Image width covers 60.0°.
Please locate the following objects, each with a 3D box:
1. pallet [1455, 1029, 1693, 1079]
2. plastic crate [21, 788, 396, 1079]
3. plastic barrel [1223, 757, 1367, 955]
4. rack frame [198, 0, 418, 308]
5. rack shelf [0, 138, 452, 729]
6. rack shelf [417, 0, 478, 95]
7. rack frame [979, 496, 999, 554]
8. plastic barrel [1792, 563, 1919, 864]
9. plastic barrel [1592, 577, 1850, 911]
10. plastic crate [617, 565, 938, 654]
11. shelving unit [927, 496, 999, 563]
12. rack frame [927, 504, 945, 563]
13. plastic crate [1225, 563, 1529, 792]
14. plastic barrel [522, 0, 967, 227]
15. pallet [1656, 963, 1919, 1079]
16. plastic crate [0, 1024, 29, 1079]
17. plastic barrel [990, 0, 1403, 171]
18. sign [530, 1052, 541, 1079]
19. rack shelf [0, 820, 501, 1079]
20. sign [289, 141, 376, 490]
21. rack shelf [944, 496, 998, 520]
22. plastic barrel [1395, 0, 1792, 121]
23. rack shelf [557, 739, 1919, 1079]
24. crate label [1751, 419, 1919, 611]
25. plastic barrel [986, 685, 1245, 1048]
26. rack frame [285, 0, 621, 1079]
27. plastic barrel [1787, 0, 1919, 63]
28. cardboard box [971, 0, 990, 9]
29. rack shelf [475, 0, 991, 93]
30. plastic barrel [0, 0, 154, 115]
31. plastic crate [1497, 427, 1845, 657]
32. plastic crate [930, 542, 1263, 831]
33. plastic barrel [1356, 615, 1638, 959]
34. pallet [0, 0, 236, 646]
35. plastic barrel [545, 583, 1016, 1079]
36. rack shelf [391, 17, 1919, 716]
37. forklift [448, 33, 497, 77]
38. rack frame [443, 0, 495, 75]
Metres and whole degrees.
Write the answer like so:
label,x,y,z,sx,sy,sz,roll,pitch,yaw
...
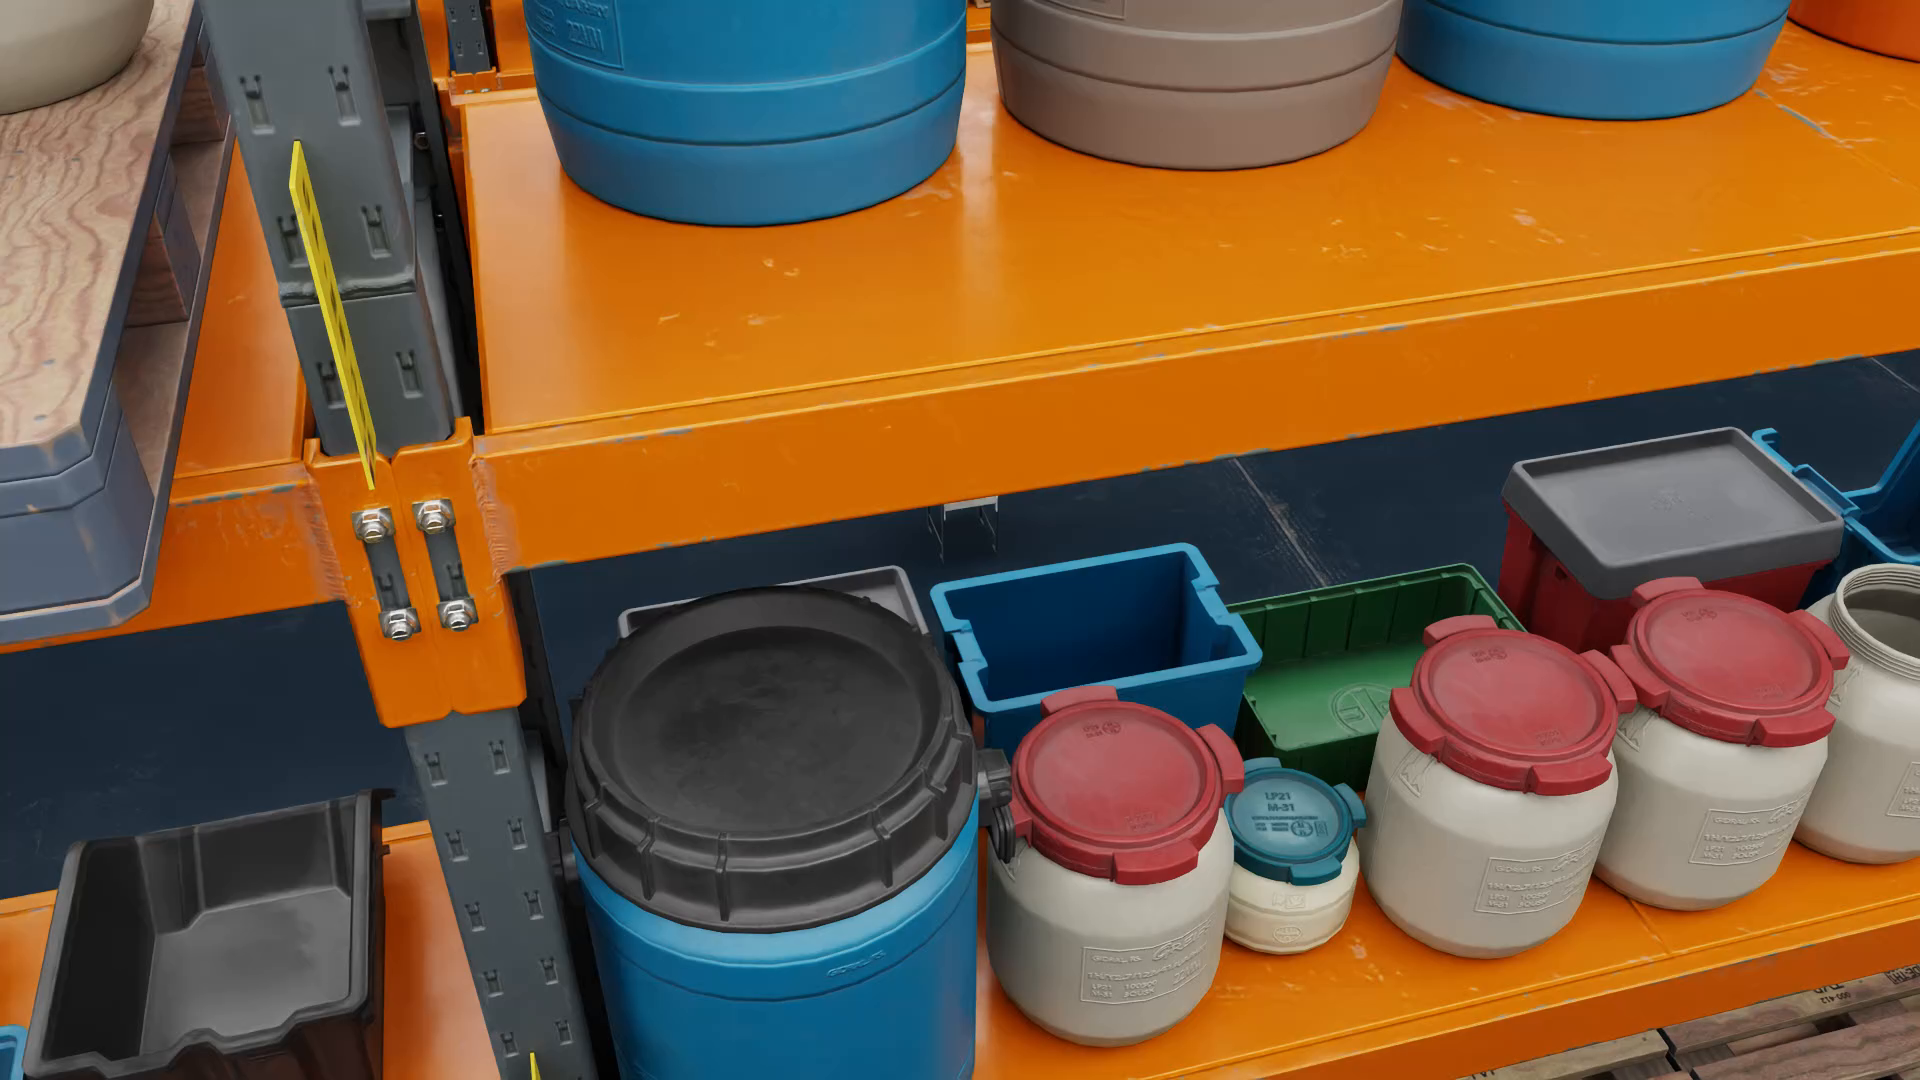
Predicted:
label,x,y,z,sx,sy,sz,roll,pitch,yaw
pallet,1.205,1.430,4.207,1.213,0.211,1.003,-9,38,-12
plastic crate,-1.262,0.698,2.920,0.504,0.338,0.767,-9,38,-12
plastic barrel,0.595,0.600,3.111,0.301,0.262,0.301,0,37,0
rack frame,-0.723,-1.718,1.090,0.127,3.000,1.000,-9,38,-12
rack shelf,-2.654,0.076,1.805,4.000,0.370,1.077,-9,38,-12
rack shelf,-3.942,-1.639,6.516,4.000,0.370,1.077,-9,38,-12
rack frame,0.106,-0.375,5.999,0.006,0.900,0.240,-9,38,-12
plastic barrel,1.794,0.342,3.243,0.421,0.512,0.421,0,37,0
plastic barrel,1.384,0.403,3.143,0.433,0.535,0.433,0,37,0
plastic crate,-0.336,0.383,3.228,0.583,0.464,0.402,-9,38,-12
shelving unit,0.008,-0.359,5.978,0.210,0.900,0.258,-9,38,-12
rack frame,-0.090,-0.343,5.957,0.006,0.900,0.240,-9,38,-12
plastic crate,0.884,0.307,3.554,0.662,0.188,0.450,-9,38,-12
plastic barrel,-0.289,-0.934,2.120,0.708,0.901,0.600,-9,38,-12
pallet,2.380,1.238,4.457,1.213,0.211,1.003,-9,38,-12
plastic crate,-1.721,1.058,2.520,0.616,0.251,0.499,-9,38,-12
plastic barrel,0.343,-1.037,2.256,0.600,0.901,0.600,0,37,0
sign,-0.591,0.879,2.404,0.005,0.325,0.100,-9,38,-12
rack shelf,-2.654,1.267,2.717,4.000,0.370,1.077,-9,38,-12
sign,-0.591,-0.206,1.574,0.005,0.325,0.100,-9,38,-12
rack shelf,0.008,-0.189,6.108,0.200,0.077,0.258,-9,38,-12
plastic barrel,0.974,-1.141,2.391,0.708,0.901,0.600,-9,38,-12
rack shelf,1.208,0.634,3.545,4.000,0.370,1.077,-9,38,-12
crate label,2.109,0.016,3.732,0.616,0.435,0.502,-9,38,-12
plastic barrel,0.258,0.588,2.901,0.433,0.535,0.433,0,37,0
rack frame,-0.723,0.665,2.912,0.127,3.000,1.000,-9,38,-12
plastic barrel,1.658,-1.225,2.560,0.708,0.830,0.600,-9,38,-12
cardboard box,0.235,-2.639,7.149,0.500,0.500,0.500,-11,39,-14
rack shelf,-0.080,-2.273,7.344,4.000,0.370,1.077,-9,38,-12
plastic barrel,-1.190,-0.785,1.901,0.421,0.512,0.421,0,37,0
plastic crate,1.499,0.082,3.621,0.583,0.464,0.402,-9,38,-12
plastic crate,0.261,0.314,3.384,0.575,0.384,0.392,-9,38,-12
plastic barrel,0.966,0.472,3.053,0.433,0.535,0.433,0,37,0
pallet,-1.394,-0.280,1.834,1.003,0.211,1.213,-9,38,-12
plastic barrel,-0.271,0.582,2.608,0.708,0.901,0.600,-9,38,-12
rack shelf,1.208,-0.558,2.634,4.000,0.370,1.077,-9,38,-12
forklift,-2.562,-4.023,9.097,1.130,2.935,3.031,-1,37,-2
rack frame,-2.011,-2.241,6.711,0.127,3.000,1.000,-9,38,-12
